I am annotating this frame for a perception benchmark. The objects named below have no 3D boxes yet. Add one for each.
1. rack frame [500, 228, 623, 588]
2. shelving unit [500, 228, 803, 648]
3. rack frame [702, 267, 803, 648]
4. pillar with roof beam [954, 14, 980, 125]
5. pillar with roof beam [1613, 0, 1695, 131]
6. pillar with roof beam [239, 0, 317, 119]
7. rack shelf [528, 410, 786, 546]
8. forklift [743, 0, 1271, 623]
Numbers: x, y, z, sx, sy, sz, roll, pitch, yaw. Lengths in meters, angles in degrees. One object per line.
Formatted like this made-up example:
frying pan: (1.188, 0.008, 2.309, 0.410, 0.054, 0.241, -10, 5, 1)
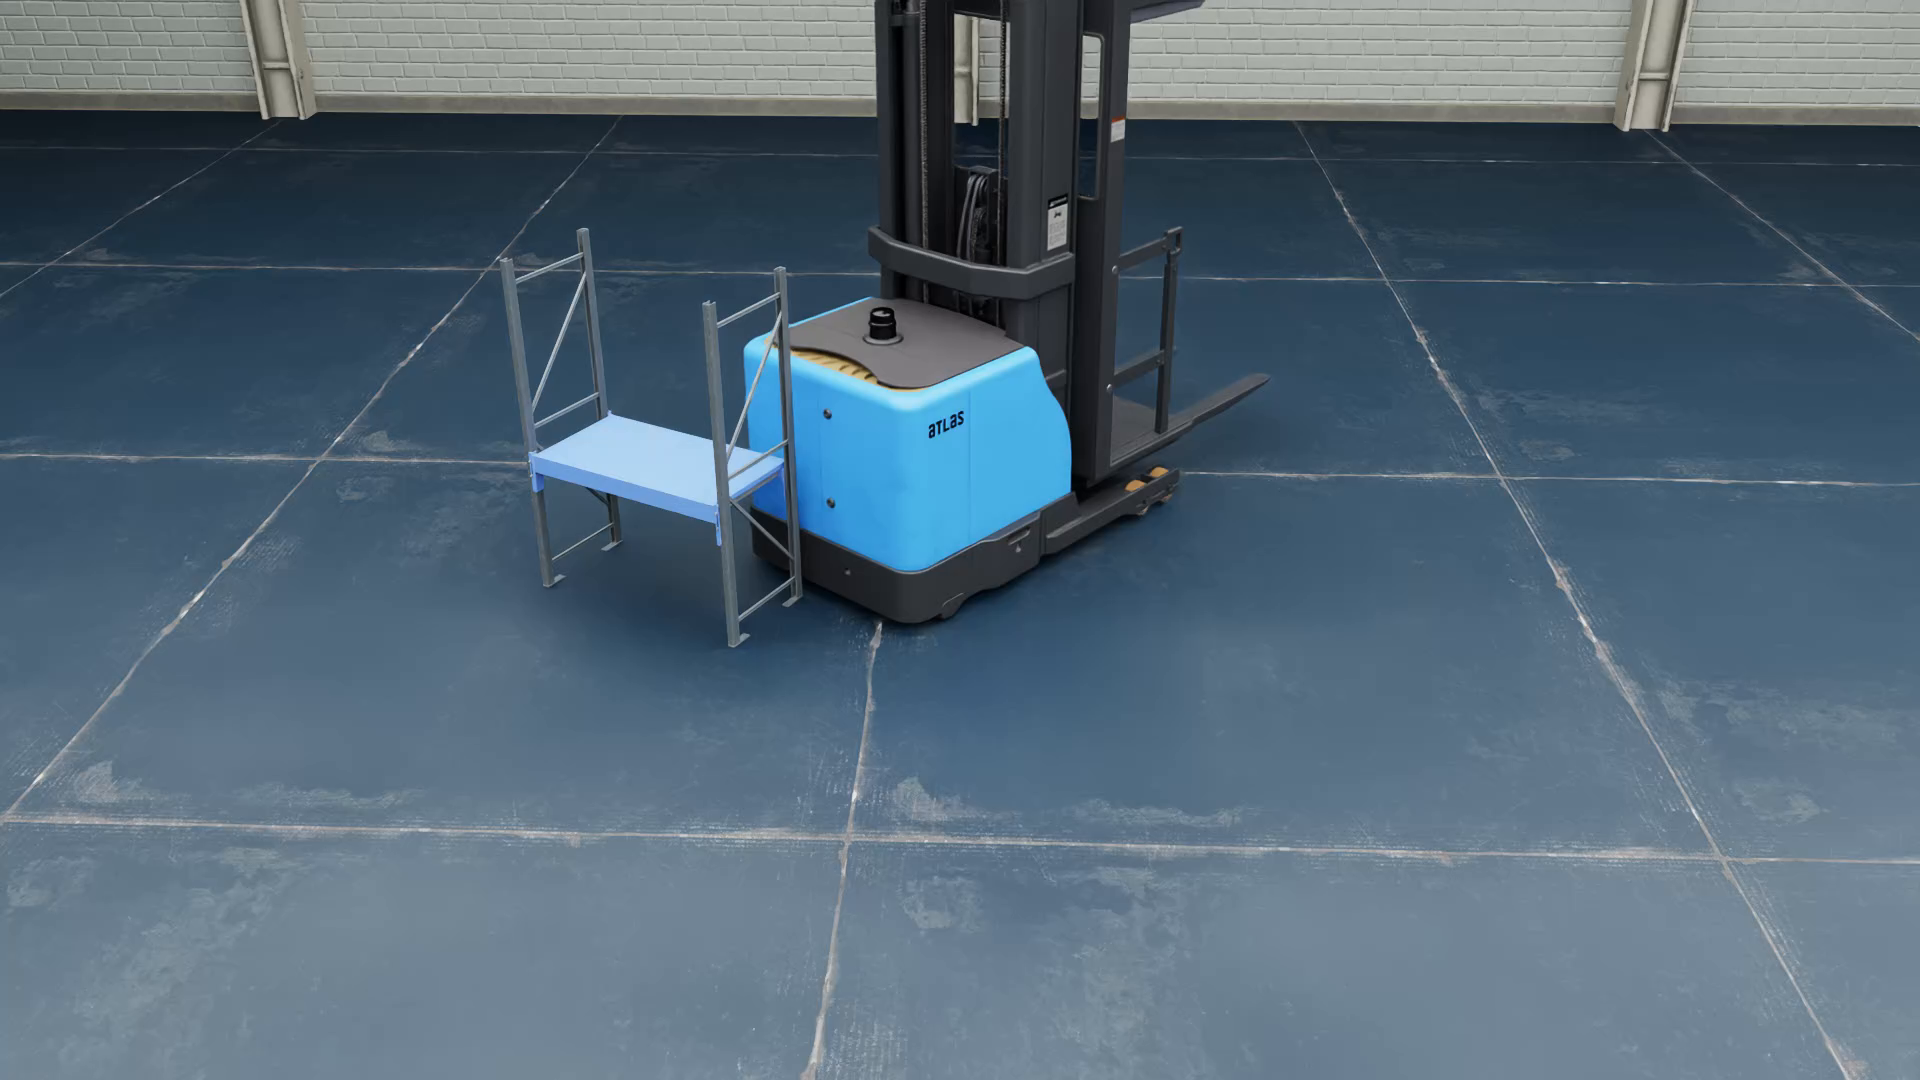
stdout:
rack frame: (-1.707, -0.555, 7.195, 0.032, 1.500, 0.500, 15, 31, 26)
shelving unit: (-1.266, -0.436, 6.971, 1.048, 1.500, 0.538, 15, 31, 26)
rack frame: (-0.826, -0.317, 6.747, 0.032, 1.500, 0.500, 15, 31, 26)
pillar with roof beam: (-0.183, -5.686, 8.869, 0.400, 9.000, 9.100, 1, 28, 2)
pillar with roof beam: (5.813, -5.587, 8.682, 0.400, 9.000, 9.100, 1, 28, 2)
pillar with roof beam: (-6.179, -5.785, 9.056, 0.400, 9.000, 9.100, 1, 28, 2)
rack shelf: (-1.266, -0.277, 7.055, 1.000, 0.185, 0.538, 15, 31, 26)
forklift: (0.418, -1.554, 7.553, 1.130, 2.935, 3.031, 23, 35, 36)
